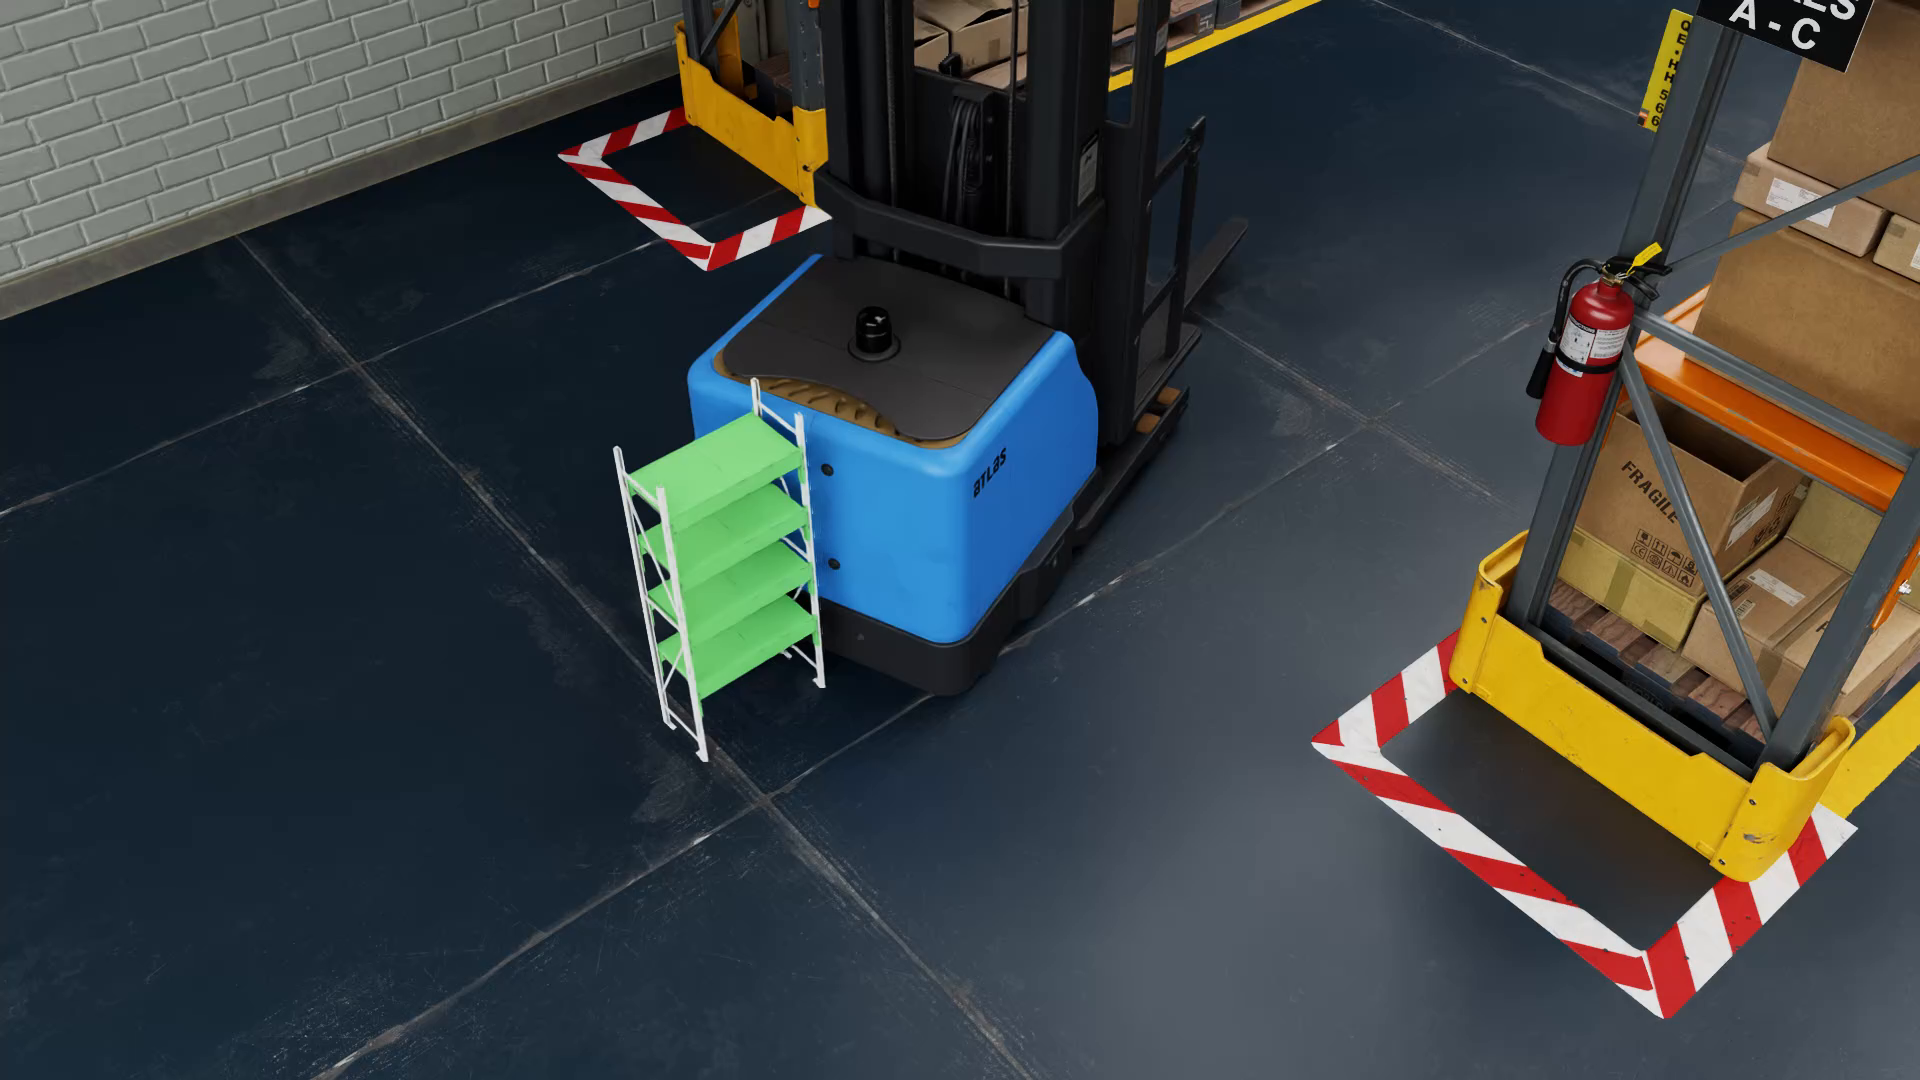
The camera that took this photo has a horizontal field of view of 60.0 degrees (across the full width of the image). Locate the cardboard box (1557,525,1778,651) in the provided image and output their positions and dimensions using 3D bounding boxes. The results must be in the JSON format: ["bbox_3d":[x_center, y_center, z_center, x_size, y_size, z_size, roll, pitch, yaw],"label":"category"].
[{"bbox_3d":[2.411,0.046,5.712,0.500,0.250,0.500,-30,51,-28],"label":"cardboard box"}]

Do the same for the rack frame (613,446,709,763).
[{"bbox_3d":[-0.913,0.232,5.126,0.015,1.200,0.240,-31,51,-29],"label":"rack frame"}]

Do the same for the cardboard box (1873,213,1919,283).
[{"bbox_3d":[2.628,-0.745,4.305,0.250,0.149,0.380,-30,51,-28],"label":"cardboard box"}]

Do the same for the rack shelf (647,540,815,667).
[{"bbox_3d":[-0.730,0.168,5.288,0.480,0.148,0.258,-31,51,-29],"label":"rack shelf"}]

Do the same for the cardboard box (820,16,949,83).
[{"bbox_3d":[-0.404,-2.449,8.309,0.500,0.311,0.500,33,52,30],"label":"cardboard box"}]

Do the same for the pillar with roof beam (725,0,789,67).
[{"bbox_3d":[1.752,-3.700,3.617,0.400,9.000,9.100,-30,51,-28],"label":"pillar with roof beam"}]

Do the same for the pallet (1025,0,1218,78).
[{"bbox_3d":[0.647,-2.900,9.184,1.213,0.211,1.003,-30,51,-28],"label":"pallet"}]

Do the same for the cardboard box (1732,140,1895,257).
[{"bbox_3d":[2.360,-0.953,4.527,0.250,0.149,0.380,-31,51,-28],"label":"cardboard box"}]

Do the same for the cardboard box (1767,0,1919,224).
[{"bbox_3d":[2.596,-1.144,4.256,0.500,0.500,0.700,-30,51,-28],"label":"cardboard box"}]

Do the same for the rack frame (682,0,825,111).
[{"bbox_3d":[-0.992,-3.012,7.266,0.127,3.000,1.000,-30,51,-28],"label":"rack frame"}]

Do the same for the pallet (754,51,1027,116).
[{"bbox_3d":[-0.288,-2.367,8.617,1.213,0.211,1.003,-30,51,-28],"label":"pallet"}]

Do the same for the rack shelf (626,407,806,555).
[{"bbox_3d":[-0.730,-0.182,4.959,0.480,0.148,0.258,-31,51,-29],"label":"rack shelf"}]

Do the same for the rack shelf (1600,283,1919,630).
[{"bbox_3d":[3.723,-1.029,5.680,4.000,0.370,1.077,-30,51,-28],"label":"rack shelf"}]

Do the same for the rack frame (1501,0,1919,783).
[{"bbox_3d":[2.189,-0.413,4.498,0.127,3.000,1.000,-30,51,-28],"label":"rack frame"}]

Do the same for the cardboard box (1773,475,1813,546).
[{"bbox_3d":[2.787,-0.180,5.952,0.500,0.250,0.500,-30,51,-28],"label":"cardboard box"}]

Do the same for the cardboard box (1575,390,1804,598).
[{"bbox_3d":[2.410,-0.229,5.456,0.500,0.500,0.500,-30,51,-28],"label":"cardboard box"}]

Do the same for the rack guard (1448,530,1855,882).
[{"bbox_3d":[2.171,0.509,5.343,0.348,0.500,1.175,-30,51,-28],"label":"rack guard"}]

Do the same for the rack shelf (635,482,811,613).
[{"bbox_3d":[-0.730,-0.007,5.124,0.480,0.148,0.258,-31,51,-29],"label":"rack shelf"}]

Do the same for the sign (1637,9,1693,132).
[{"bbox_3d":[1.852,-1.212,4.331,0.005,0.325,0.100,-30,51,-28],"label":"sign"}]

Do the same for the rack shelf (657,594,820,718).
[{"bbox_3d":[-0.730,0.343,5.452,0.480,0.148,0.258,-31,51,-29],"label":"rack shelf"}]

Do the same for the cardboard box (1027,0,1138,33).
[{"bbox_3d":[0.629,-3.064,8.826,0.500,0.500,0.700,-33,52,-30],"label":"cardboard box"}]

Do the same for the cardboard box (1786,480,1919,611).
[{"bbox_3d":[3.126,-0.176,5.400,0.500,0.500,0.500,-30,51,-28],"label":"cardboard box"}]

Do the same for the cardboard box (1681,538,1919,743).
[{"bbox_3d":[2.743,0.318,5.422,0.500,0.250,0.500,-30,51,-28],"label":"cardboard box"}]

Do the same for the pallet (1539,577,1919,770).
[{"bbox_3d":[2.749,0.246,5.834,1.213,0.211,1.003,-30,51,-28],"label":"pallet"}]

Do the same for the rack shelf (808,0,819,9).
[{"bbox_3d":[0.542,-3.629,8.448,4.000,0.370,1.077,-30,51,-28],"label":"rack shelf"}]

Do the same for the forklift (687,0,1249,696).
[{"bbox_3d":[0.268,-1.547,5.756,1.130,2.935,3.031,21,47,21],"label":"forklift"}]

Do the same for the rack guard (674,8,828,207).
[{"bbox_3d":[-0.934,-2.134,8.158,0.348,0.500,1.175,-30,51,-28],"label":"rack guard"}]

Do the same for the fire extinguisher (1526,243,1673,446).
[{"bbox_3d":[1.800,-0.576,4.729,0.183,0.674,0.296,-30,51,-28],"label":"fire extinguisher"}]

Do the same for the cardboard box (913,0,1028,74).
[{"bbox_3d":[0.034,-2.700,8.576,0.500,0.311,0.500,-26,49,-25],"label":"cardboard box"}]

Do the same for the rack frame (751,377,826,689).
[{"bbox_3d":[-0.547,0.011,5.362,0.015,1.200,0.240,-31,51,-29],"label":"rack frame"}]

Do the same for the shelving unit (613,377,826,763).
[{"bbox_3d":[-0.730,0.122,5.244,0.503,1.200,0.258,-31,51,-29],"label":"shelving unit"}]

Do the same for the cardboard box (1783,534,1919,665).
[{"bbox_3d":[3.124,0.096,5.658,0.500,0.250,0.500,-30,51,-28],"label":"cardboard box"}]

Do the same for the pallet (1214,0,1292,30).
[{"bbox_3d":[1.584,-3.439,9.758,1.213,0.211,1.003,-30,51,-28],"label":"pallet"}]

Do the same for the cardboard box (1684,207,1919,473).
[{"bbox_3d":[2.555,-0.647,4.675,0.500,0.500,0.700,-30,51,-28],"label":"cardboard box"}]

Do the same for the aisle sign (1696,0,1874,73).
[{"bbox_3d":[1.950,-1.486,3.742,0.004,0.787,0.394,-30,51,-28],"label":"aisle sign"}]
